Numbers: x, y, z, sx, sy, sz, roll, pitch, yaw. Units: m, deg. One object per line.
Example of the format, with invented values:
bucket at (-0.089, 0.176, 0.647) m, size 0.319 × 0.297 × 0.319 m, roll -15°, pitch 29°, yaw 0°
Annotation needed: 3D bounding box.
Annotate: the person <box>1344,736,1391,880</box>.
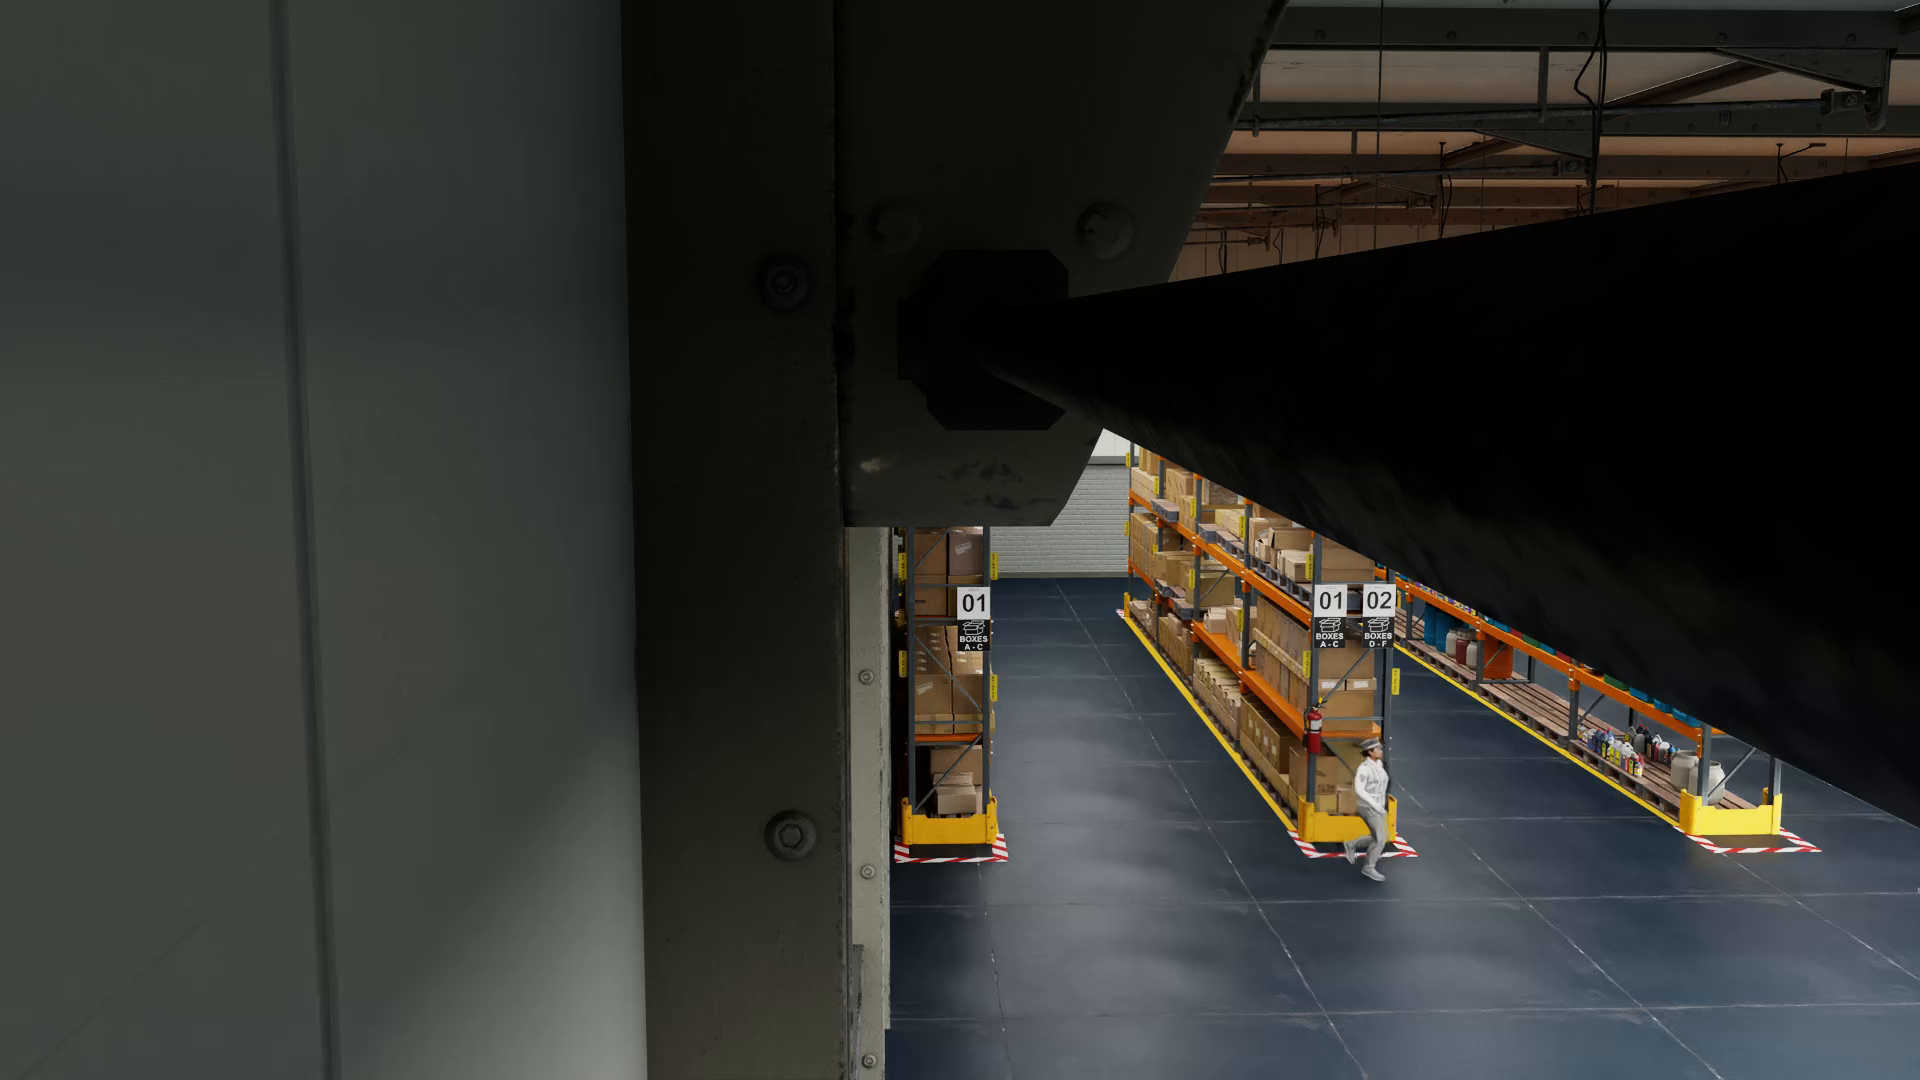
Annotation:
person at (4.723, 3.073, 19.221) m, size 0.527 × 1.665 × 0.656 m, roll 5°, pitch 9°, yaw 34°
